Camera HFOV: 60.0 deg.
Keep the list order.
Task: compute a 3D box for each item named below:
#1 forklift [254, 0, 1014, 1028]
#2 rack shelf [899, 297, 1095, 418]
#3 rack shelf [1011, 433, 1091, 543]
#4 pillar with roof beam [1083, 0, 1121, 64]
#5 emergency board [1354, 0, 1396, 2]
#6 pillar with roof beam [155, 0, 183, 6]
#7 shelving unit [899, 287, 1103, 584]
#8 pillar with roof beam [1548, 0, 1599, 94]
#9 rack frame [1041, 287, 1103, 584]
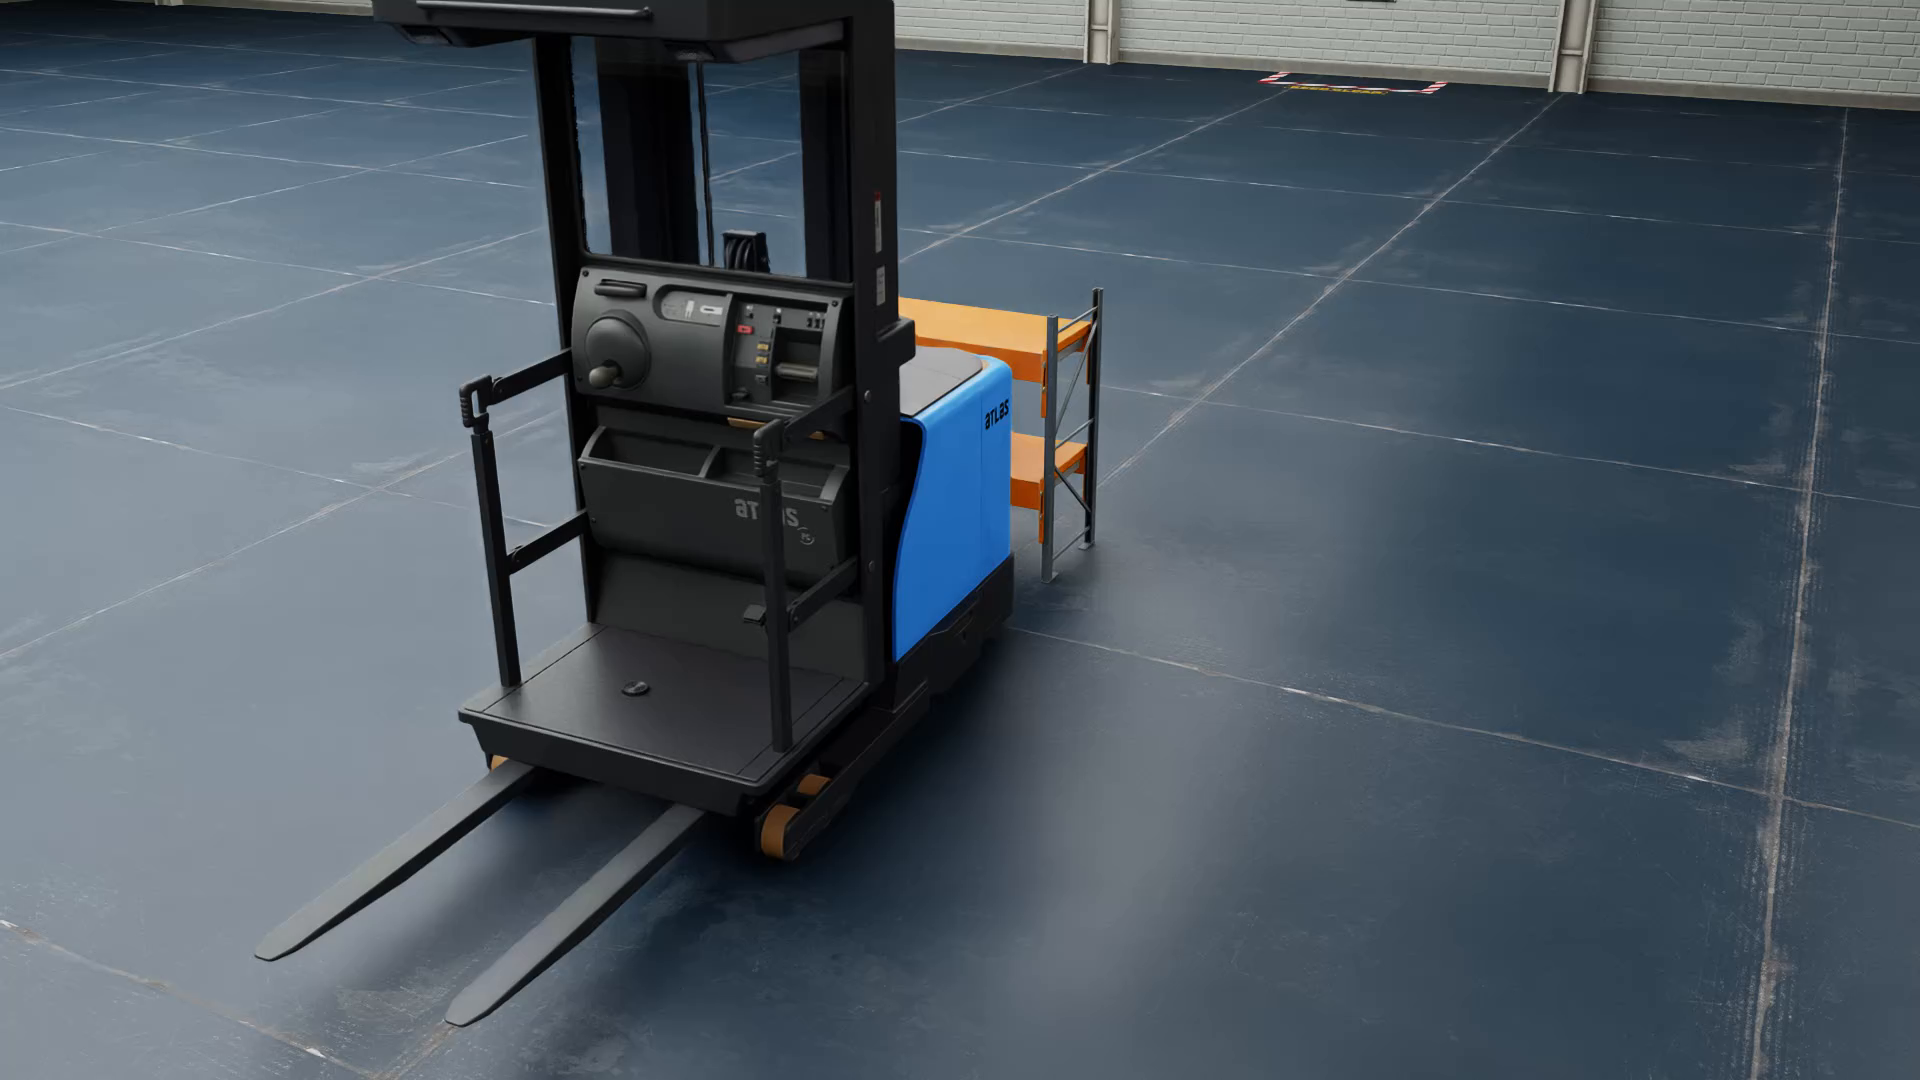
[{"bbox_3d":[-0.862,-0.579,4.867,1.130,2.935,3.031,10,25,22],"label":"forklift"},{"bbox_3d":[0.006,-0.786,6.913,1.000,0.278,0.538,11,25,25],"label":"rack shelf"},{"bbox_3d":[0.006,-0.291,7.123,1.000,0.278,0.538,11,25,25],"label":"rack shelf"},{"bbox_3d":[-0.047,-9.058,17.051,0.400,9.000,9.100,11,25,25],"label":"pillar with roof beam"},{"bbox_3d":[5.063,-7.199,20.345,0.626,1.169,0.157,11,25,25],"label":"emergency board"},{"bbox_3d":[-16.110,-12.236,24.525,0.400,9.000,9.100,11,25,25],"label":"pillar with roof beam"},{"bbox_3d":[0.006,-0.516,7.027,1.048,1.125,0.538,11,25,25],"label":"shelving unit"},{"bbox_3d":[5.308,-7.999,14.560,0.400,9.000,9.100,11,25,25],"label":"pillar with roof beam"},{"bbox_3d":[0.460,-0.427,6.816,0.032,1.125,0.500,11,25,25],"label":"rack frame"}]
